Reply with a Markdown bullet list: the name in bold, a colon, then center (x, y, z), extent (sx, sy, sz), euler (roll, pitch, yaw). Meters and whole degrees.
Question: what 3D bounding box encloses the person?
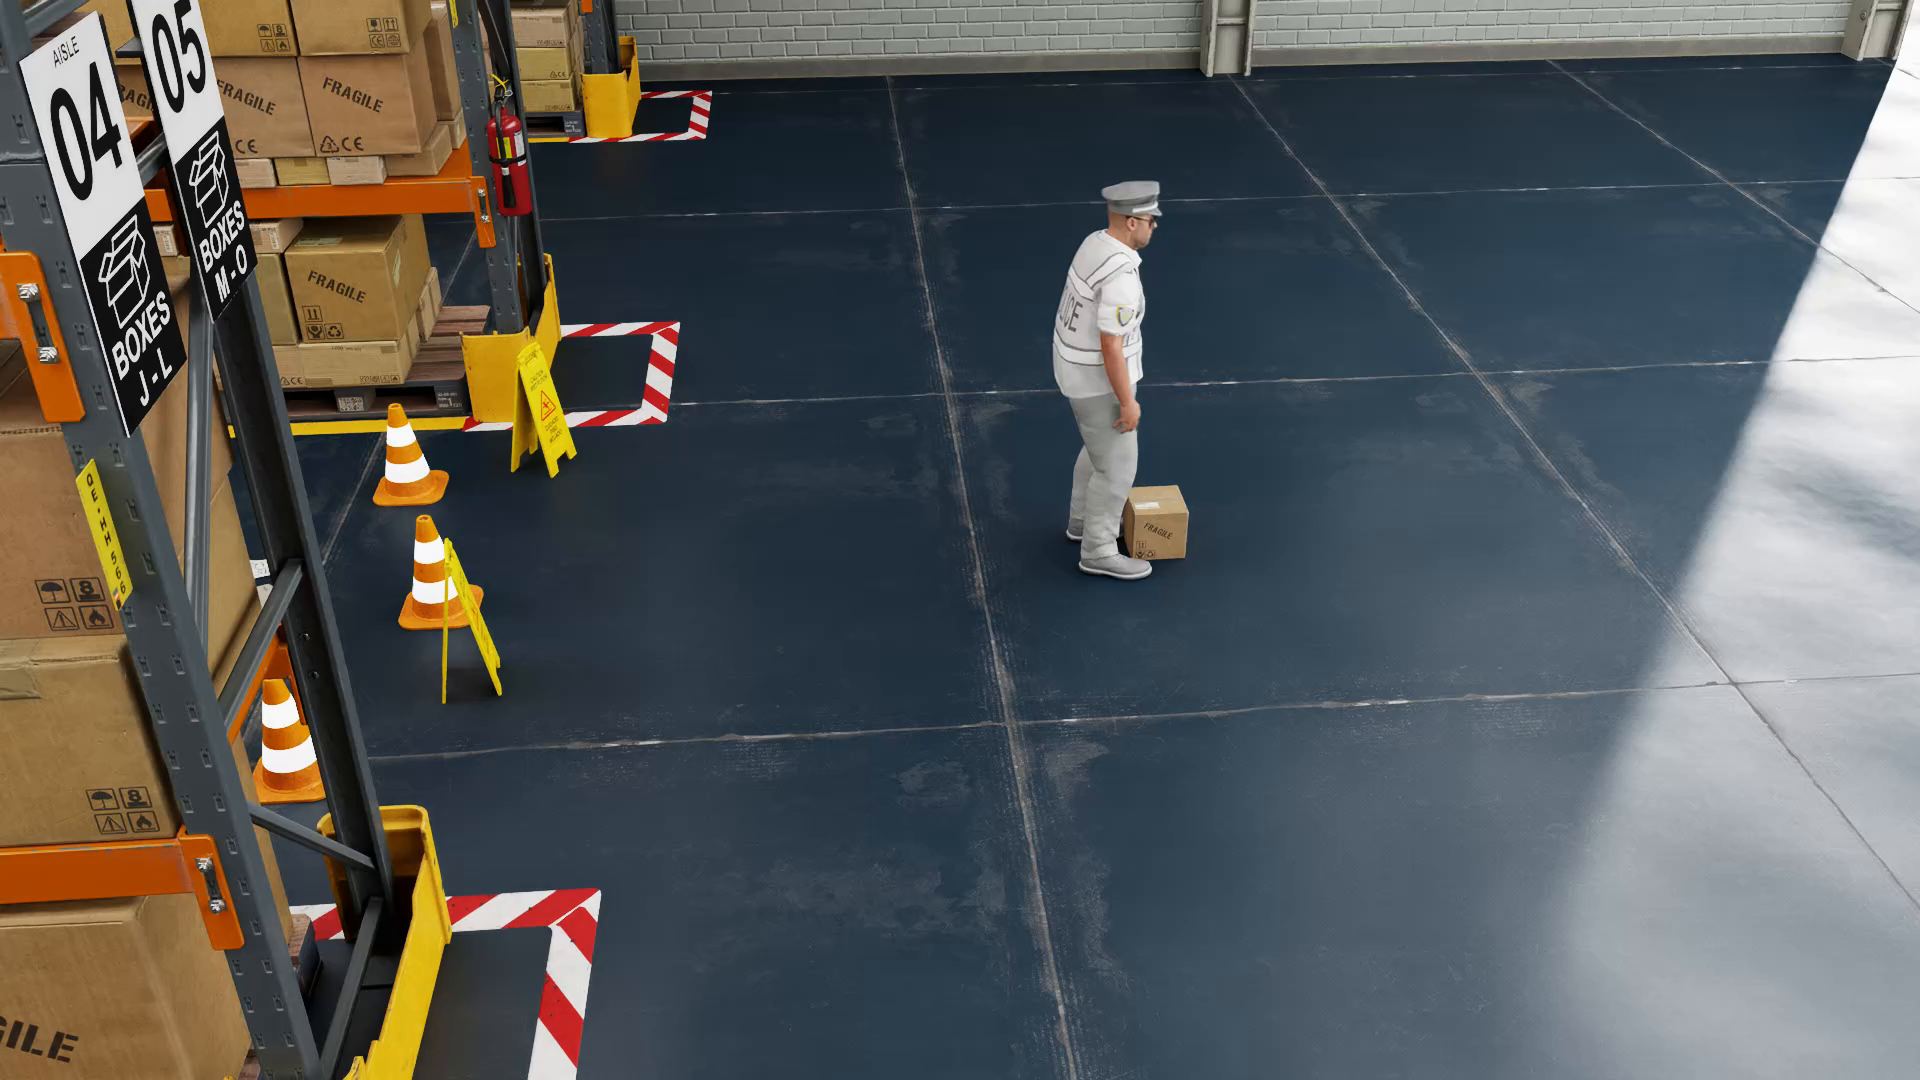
- **person**: center (0.634, -0.709, 7.309), extent (0.433, 1.748, 0.595), euler (-3, 31, -6)
